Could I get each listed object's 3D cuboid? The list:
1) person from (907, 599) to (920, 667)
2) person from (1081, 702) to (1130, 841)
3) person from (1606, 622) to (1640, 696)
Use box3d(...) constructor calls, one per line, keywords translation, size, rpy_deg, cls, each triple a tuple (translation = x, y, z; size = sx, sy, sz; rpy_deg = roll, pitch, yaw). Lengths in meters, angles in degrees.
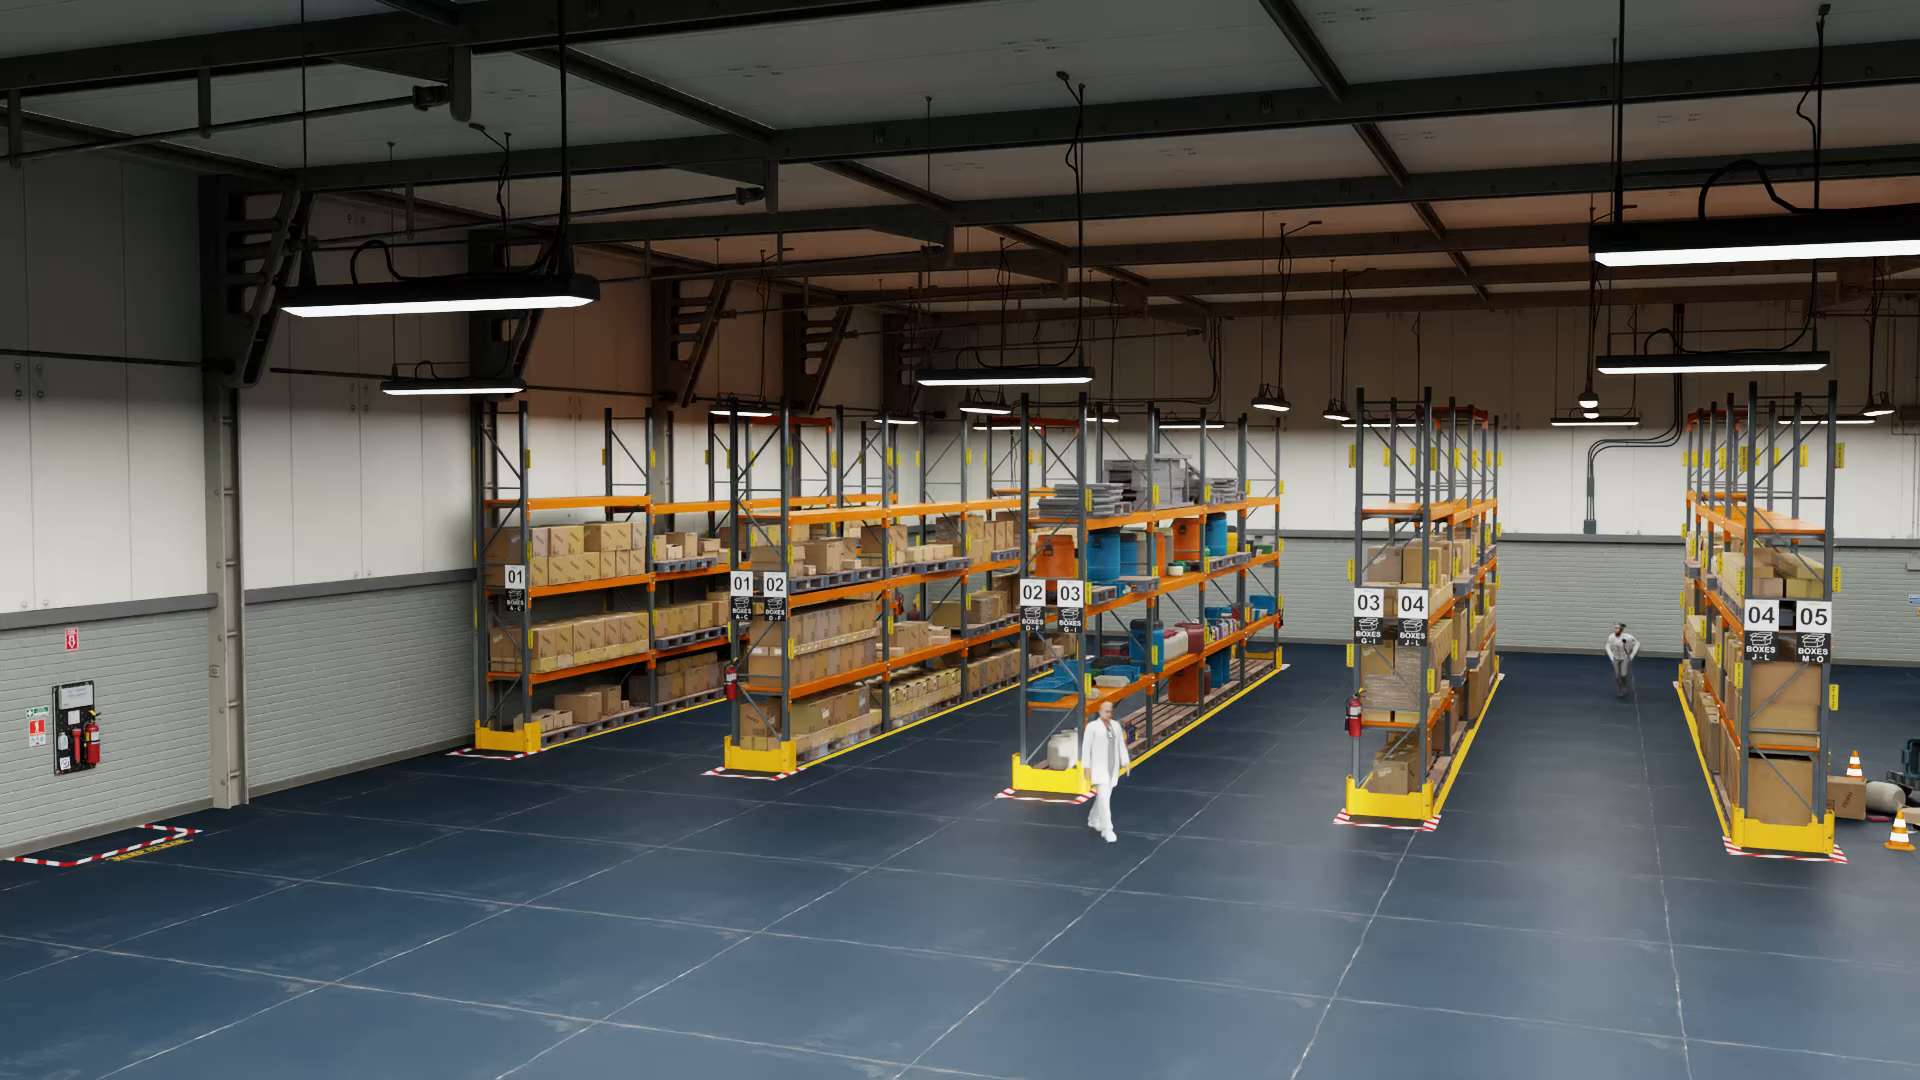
box3d(translation=(-1.019, 2.251, 38.315), size=(0.563, 1.779, 0.626), rpy_deg=(-2, 4, -41), cls="person")
box3d(translation=(1.964, 3.030, 22.073), size=(0.591, 1.754, 0.901), rpy_deg=(-2, 3, -35), cls="person")
box3d(translation=(13.962, 2.501, 35.033), size=(0.673, 1.598, 0.661), rpy_deg=(2, 3, 30), cls="person")
